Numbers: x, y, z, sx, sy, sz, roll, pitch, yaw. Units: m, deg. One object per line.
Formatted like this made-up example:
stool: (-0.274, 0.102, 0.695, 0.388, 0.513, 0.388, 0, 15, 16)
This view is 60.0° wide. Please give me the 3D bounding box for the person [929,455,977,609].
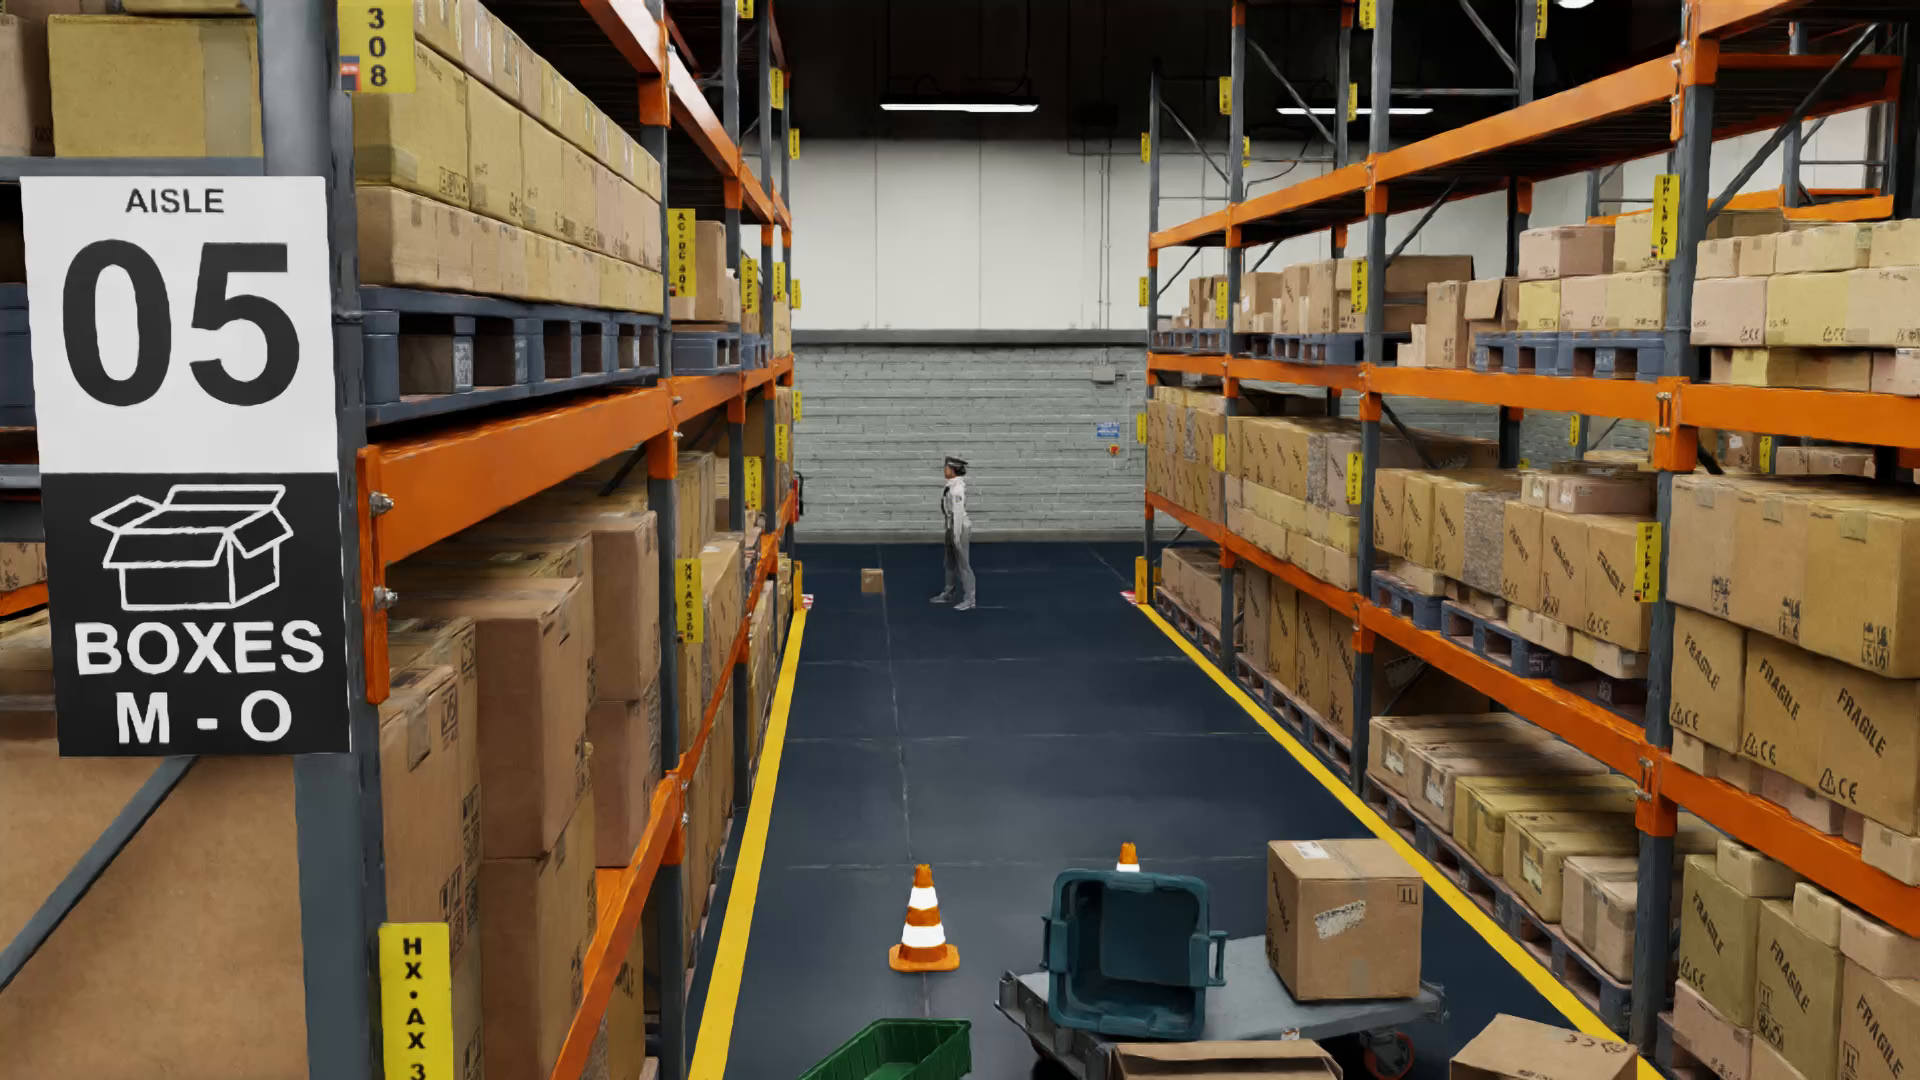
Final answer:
person: (-0.080, -0.101, 18.307, 0.492, 1.677, 0.658, -1, 7, -7)
